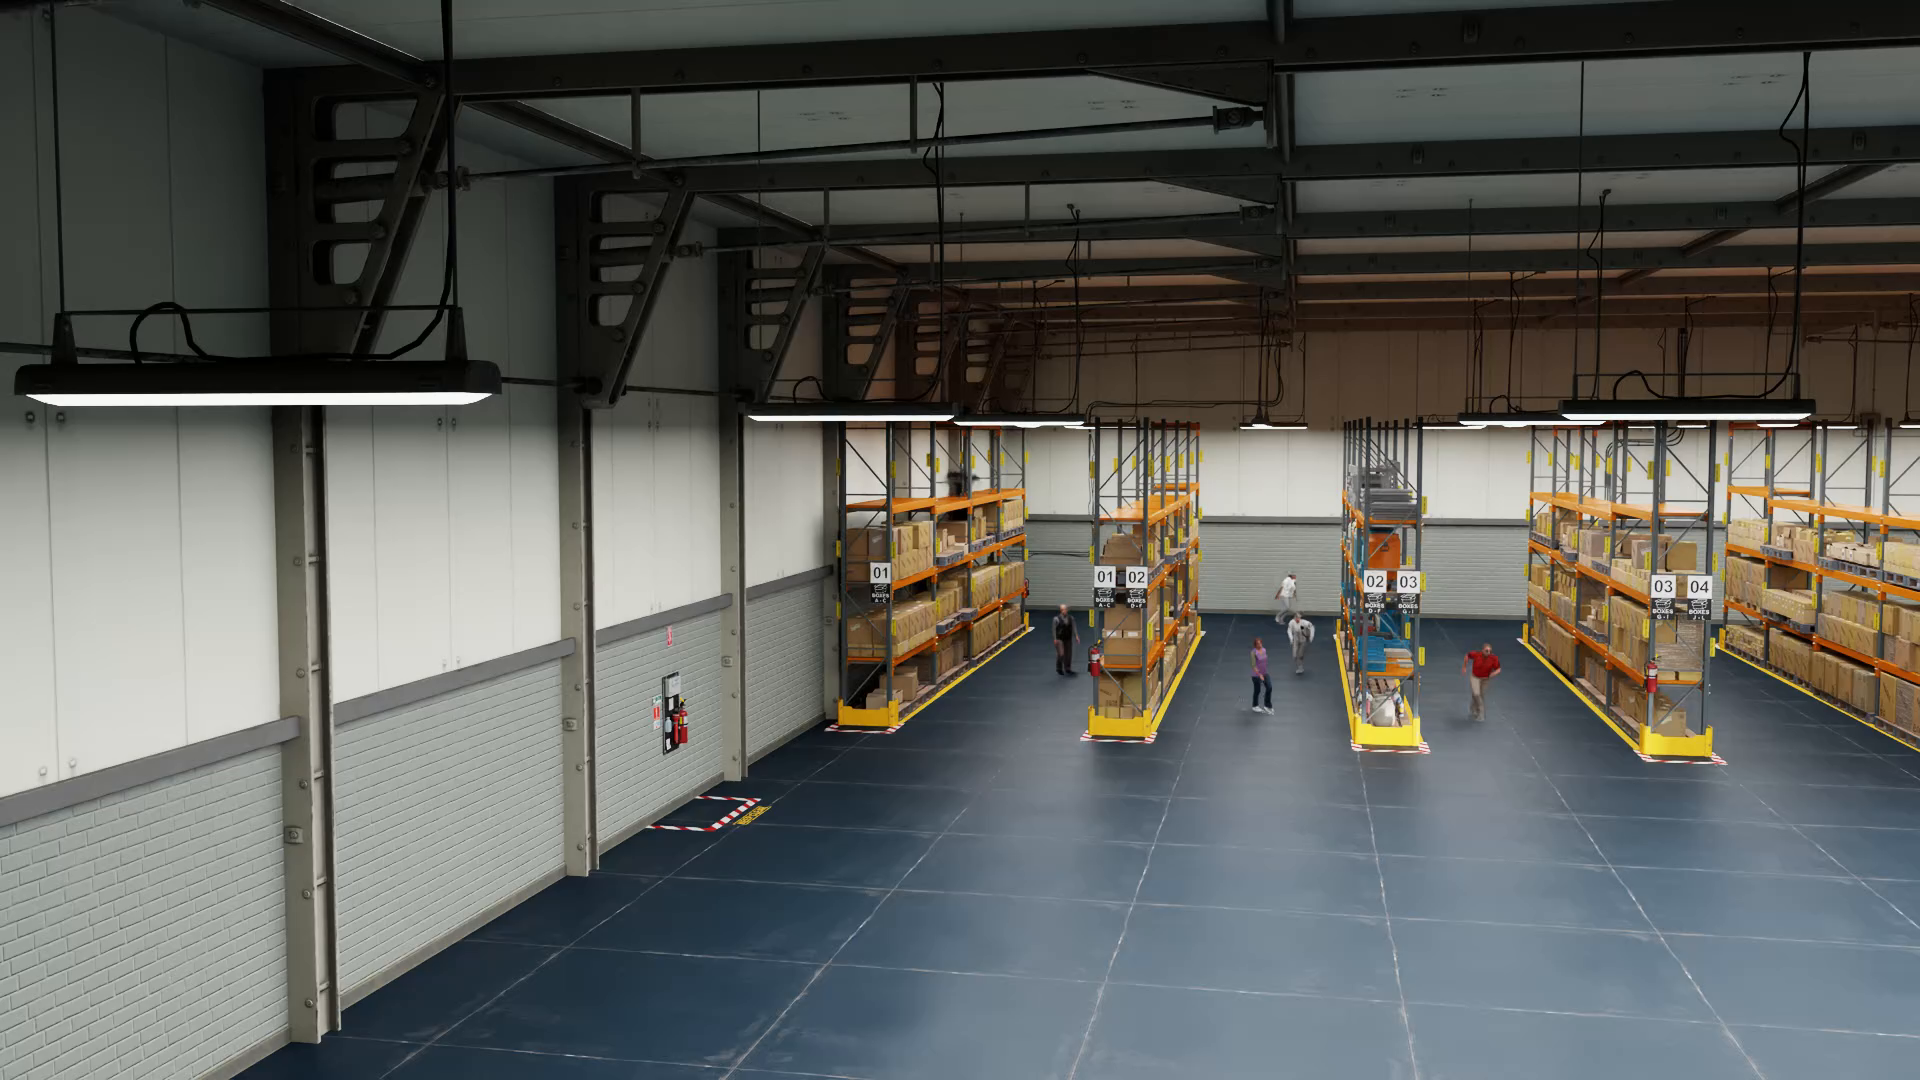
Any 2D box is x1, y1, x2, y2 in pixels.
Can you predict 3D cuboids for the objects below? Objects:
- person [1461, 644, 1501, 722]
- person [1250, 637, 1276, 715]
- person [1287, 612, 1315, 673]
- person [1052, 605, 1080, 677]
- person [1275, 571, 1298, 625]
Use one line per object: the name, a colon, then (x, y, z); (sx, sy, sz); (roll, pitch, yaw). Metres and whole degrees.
person: (10.354, 2.790, 33.065); (0.679, 1.556, 1.126); (0, 4, 5)
person: (6.080, 2.753, 33.693); (0.541, 1.600, 0.658); (-2, 4, -24)
person: (8.090, 2.420, 39.438); (0.638, 1.504, 0.792); (1, 4, 21)
person: (2.451, 2.355, 39.091); (0.630, 1.684, 0.619); (-2, 4, -23)
person: (9.714, 1.718, 49.479); (0.602, 1.623, 0.567); (-3, 5, -43)
